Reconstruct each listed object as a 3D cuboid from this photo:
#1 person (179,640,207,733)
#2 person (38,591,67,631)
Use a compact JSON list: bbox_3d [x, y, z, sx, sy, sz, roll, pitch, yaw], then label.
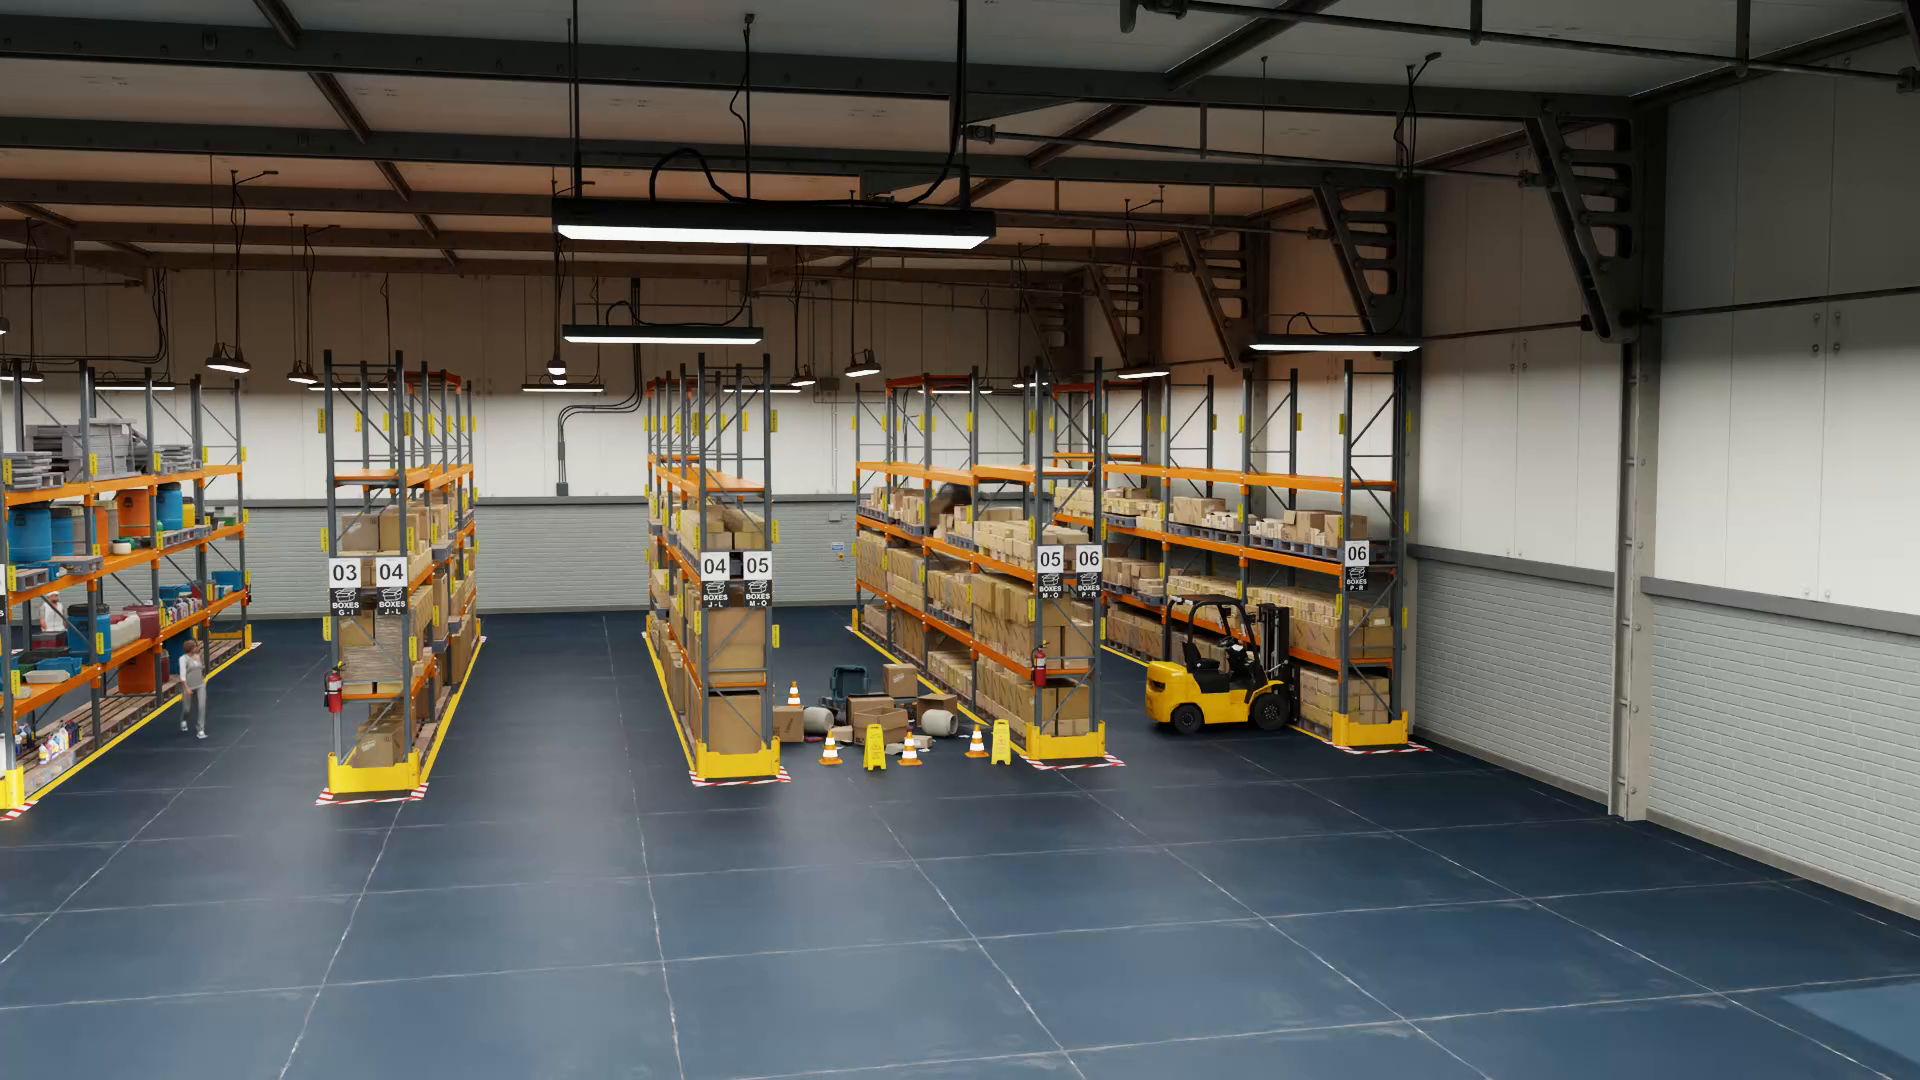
[{"bbox_3d":[-12.302,2.330,26.631,0.395,1.500,0.633,-3,5,-34],"label":"person"},{"bbox_3d":[-18.366,1.830,33.773,0.583,1.656,0.861,-3,5,-34],"label":"person"}]
